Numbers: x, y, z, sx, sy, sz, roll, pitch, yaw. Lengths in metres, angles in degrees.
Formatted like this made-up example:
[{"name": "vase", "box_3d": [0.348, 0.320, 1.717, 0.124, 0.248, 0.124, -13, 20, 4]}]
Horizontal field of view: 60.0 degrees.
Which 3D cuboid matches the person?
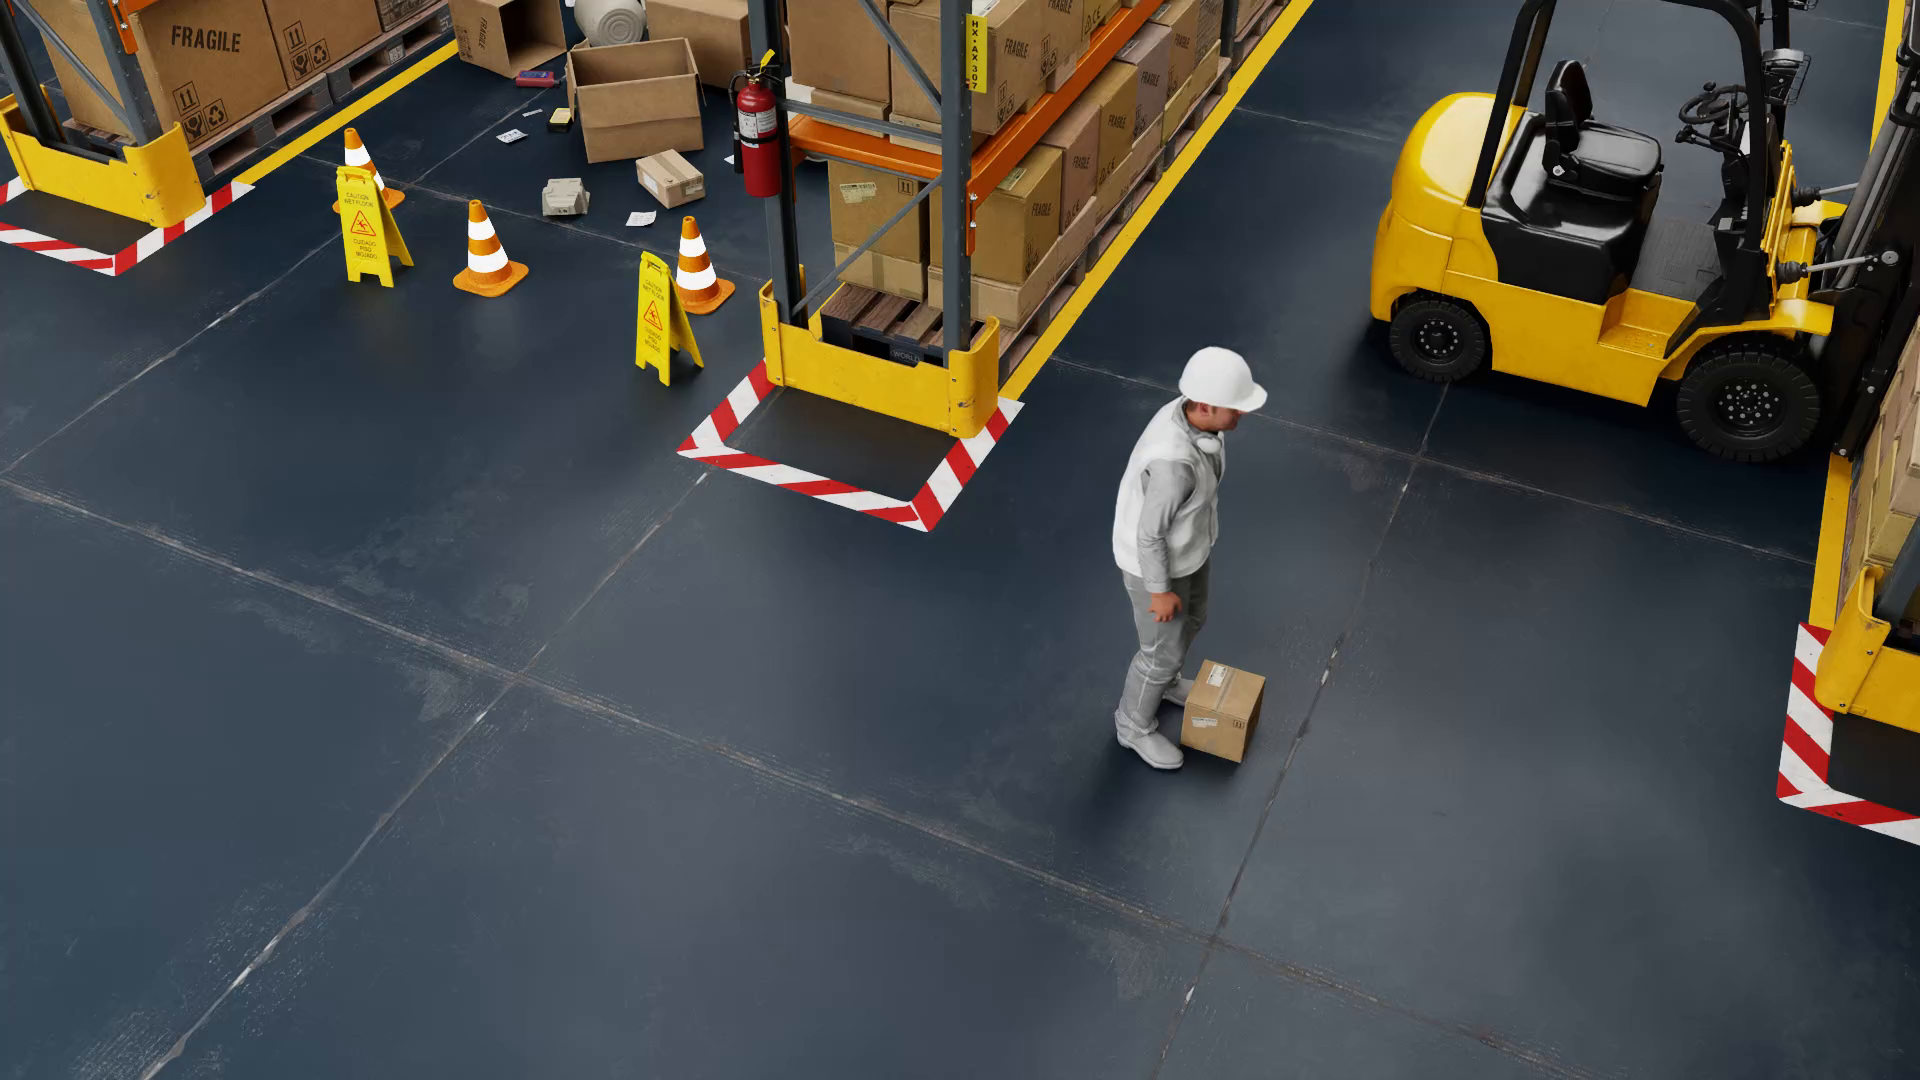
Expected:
[{"name": "person", "box_3d": [0.799, 0.037, 6.099, 0.466, 1.771, 0.584, 17, 44, 18]}]
